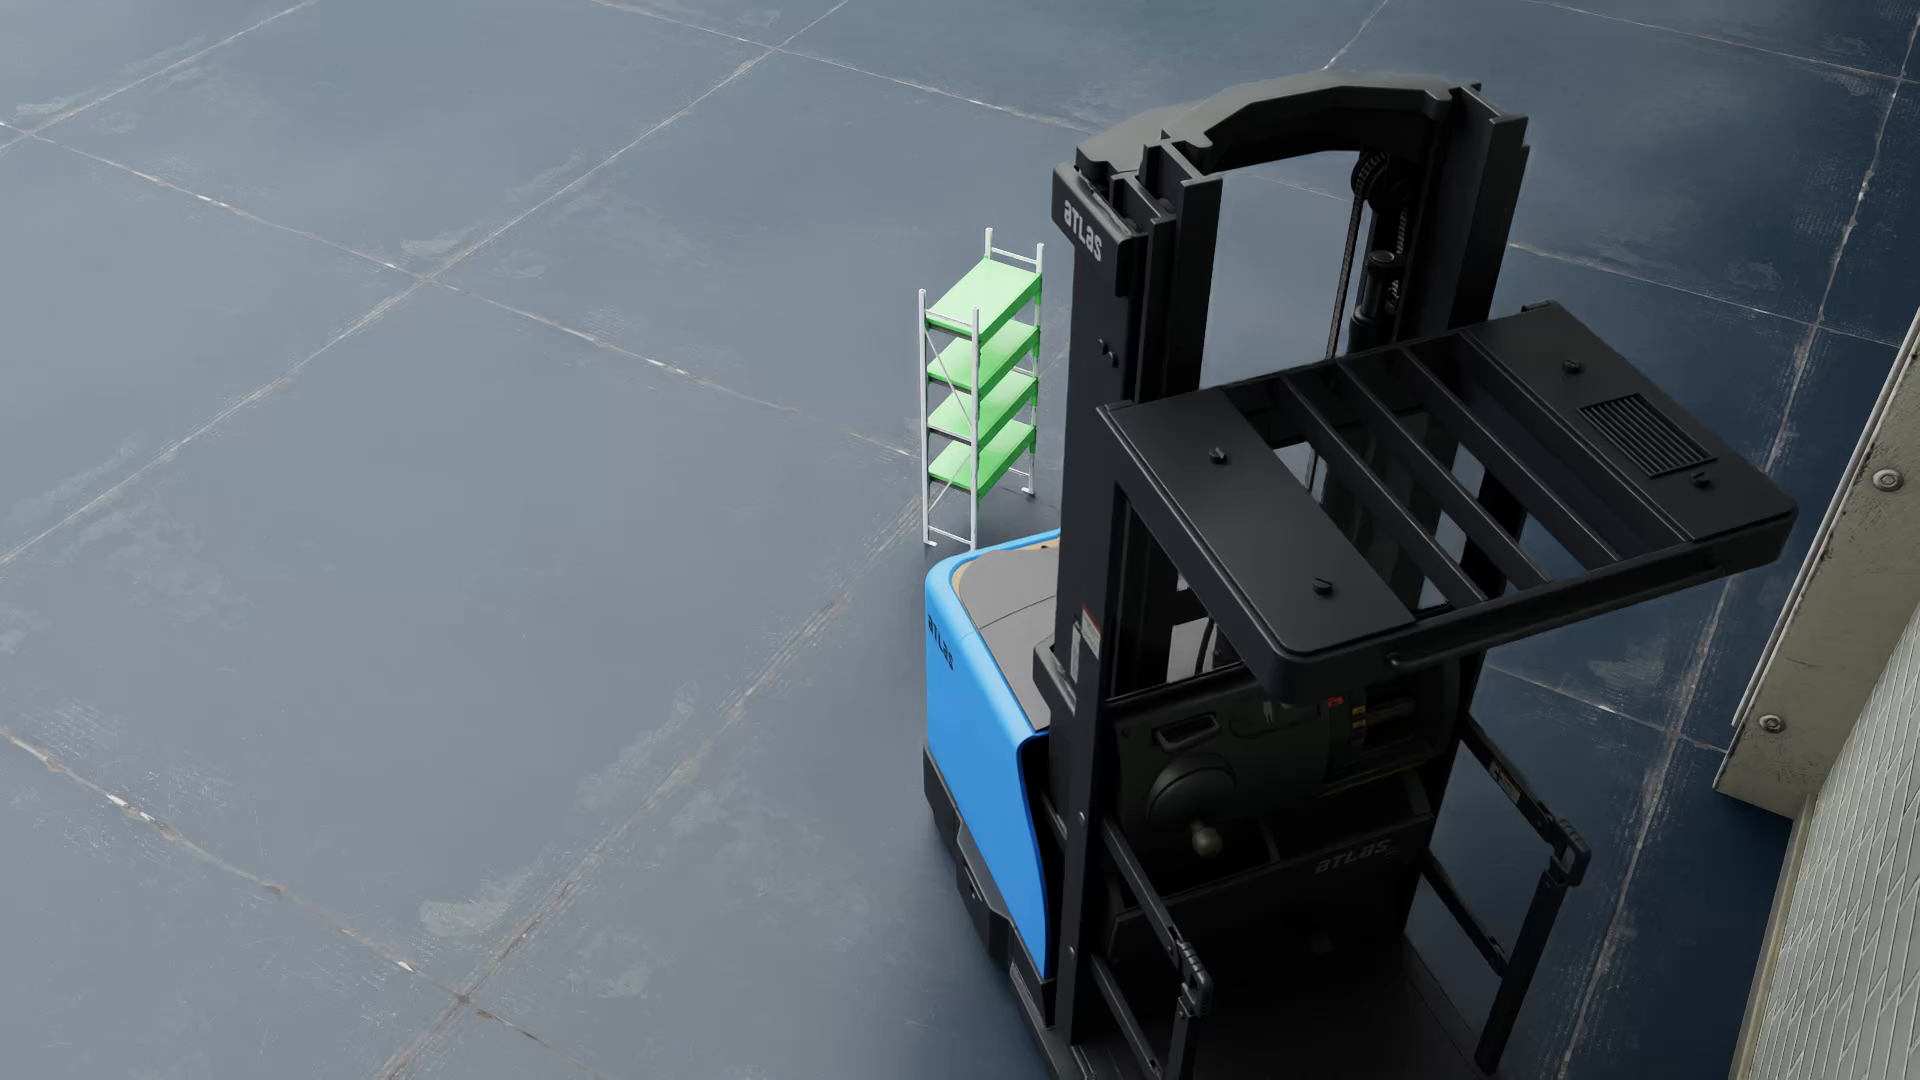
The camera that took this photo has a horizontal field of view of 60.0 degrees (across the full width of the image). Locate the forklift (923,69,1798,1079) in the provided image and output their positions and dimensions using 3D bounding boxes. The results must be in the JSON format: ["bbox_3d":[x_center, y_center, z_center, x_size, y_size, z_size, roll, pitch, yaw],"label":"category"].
[{"bbox_3d":[0.883,0.567,3.888,1.130,2.935,3.031,-14,43,-16],"label":"forklift"}]

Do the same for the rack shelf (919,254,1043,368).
[{"bbox_3d":[0.083,-0.857,6.186,0.258,0.148,0.480,21,45,22],"label":"rack shelf"}]

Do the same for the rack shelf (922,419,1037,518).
[{"bbox_3d":[0.083,-0.317,6.662,0.258,0.148,0.480,21,45,22],"label":"rack shelf"}]

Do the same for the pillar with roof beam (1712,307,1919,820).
[{"bbox_3d":[-0.885,-4.000,4.483,9.100,9.000,0.400,21,45,22],"label":"pillar with roof beam"}]

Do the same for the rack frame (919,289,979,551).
[{"bbox_3d":[-0.039,-0.405,6.302,0.240,1.200,0.015,21,45,22],"label":"rack frame"}]

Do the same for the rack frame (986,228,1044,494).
[{"bbox_3d":[0.205,-0.685,6.620,0.240,1.200,0.015,21,45,22],"label":"rack frame"}]

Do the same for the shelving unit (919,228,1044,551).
[{"bbox_3d":[0.083,-0.545,6.461,0.258,1.200,0.503,21,45,22],"label":"shelving unit"}]

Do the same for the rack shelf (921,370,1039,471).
[{"bbox_3d":[0.083,-0.497,6.503,0.258,0.148,0.480,21,45,22],"label":"rack shelf"}]

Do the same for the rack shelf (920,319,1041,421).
[{"bbox_3d":[0.083,-0.677,6.345,0.258,0.148,0.480,21,45,22],"label":"rack shelf"}]
